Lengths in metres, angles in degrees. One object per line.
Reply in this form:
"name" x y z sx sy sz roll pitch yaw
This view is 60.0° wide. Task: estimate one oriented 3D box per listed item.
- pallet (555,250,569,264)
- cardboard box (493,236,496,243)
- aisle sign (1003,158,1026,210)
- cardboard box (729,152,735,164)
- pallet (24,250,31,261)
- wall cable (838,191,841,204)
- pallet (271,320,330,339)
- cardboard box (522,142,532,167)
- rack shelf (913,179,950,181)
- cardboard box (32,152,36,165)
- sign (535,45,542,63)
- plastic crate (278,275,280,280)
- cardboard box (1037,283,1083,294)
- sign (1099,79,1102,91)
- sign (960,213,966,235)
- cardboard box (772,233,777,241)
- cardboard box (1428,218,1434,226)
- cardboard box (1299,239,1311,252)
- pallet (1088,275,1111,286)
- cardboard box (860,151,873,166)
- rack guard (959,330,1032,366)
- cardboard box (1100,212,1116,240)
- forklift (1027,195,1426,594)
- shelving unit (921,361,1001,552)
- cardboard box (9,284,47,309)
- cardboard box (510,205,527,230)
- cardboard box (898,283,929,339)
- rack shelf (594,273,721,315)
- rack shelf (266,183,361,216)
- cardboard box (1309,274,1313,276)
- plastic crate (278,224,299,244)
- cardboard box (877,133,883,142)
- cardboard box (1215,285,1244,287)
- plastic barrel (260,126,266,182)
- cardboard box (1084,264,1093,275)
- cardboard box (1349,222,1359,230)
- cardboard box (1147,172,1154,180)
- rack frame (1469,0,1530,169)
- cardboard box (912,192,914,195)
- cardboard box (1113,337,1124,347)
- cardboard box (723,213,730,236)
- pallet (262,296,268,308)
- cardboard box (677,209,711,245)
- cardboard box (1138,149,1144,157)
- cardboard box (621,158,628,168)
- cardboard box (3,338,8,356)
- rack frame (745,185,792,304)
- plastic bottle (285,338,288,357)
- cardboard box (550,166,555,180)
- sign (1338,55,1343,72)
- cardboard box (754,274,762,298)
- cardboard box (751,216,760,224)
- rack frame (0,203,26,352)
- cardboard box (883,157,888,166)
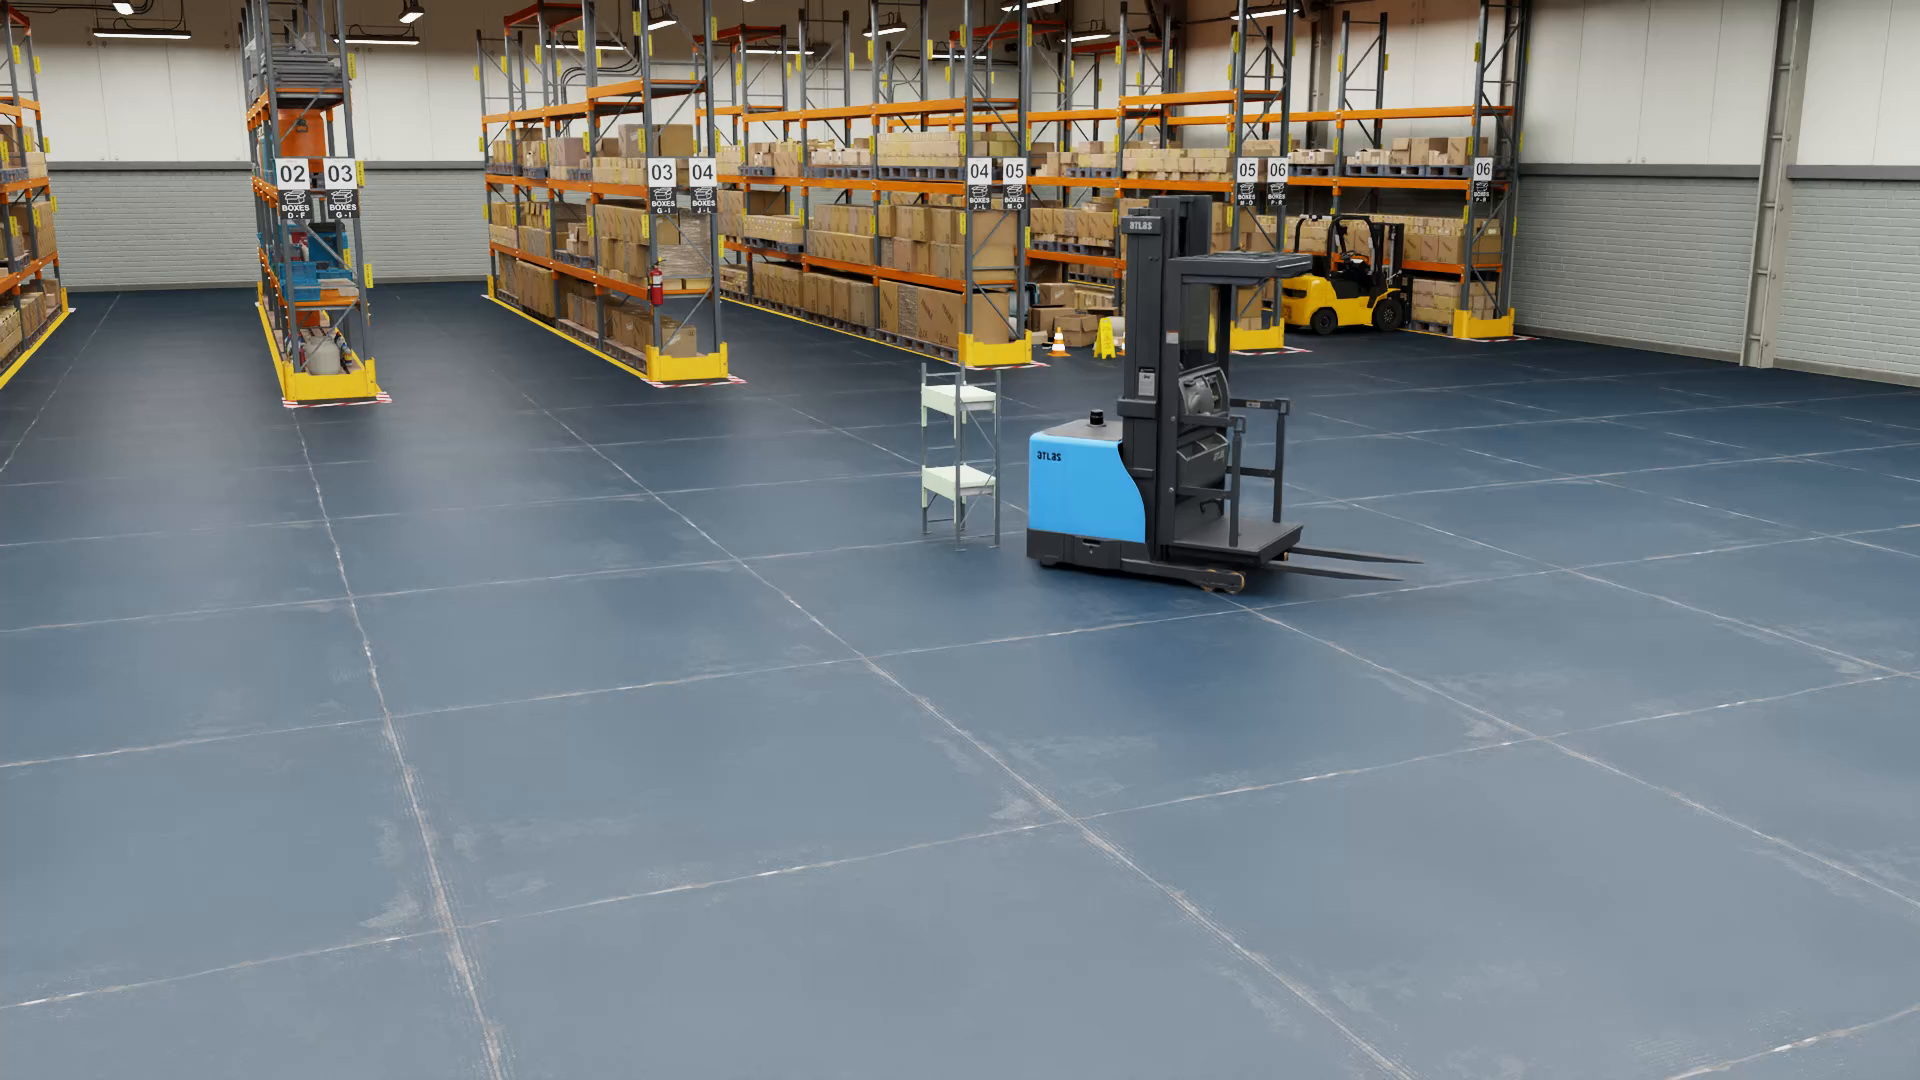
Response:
"pallet" -6.855 -5.287 30.988 1.213 0.211 1.003 -6 14 -23
"cardboard box" -10.396 -6.840 37.828 0.380 0.149 0.250 -6 14 -24
"aisle sign" 0.855 -5.572 26.026 0.394 0.787 0.004 -6 14 -23
"cardboard box" -4.871 -8.585 37.381 0.500 0.250 0.500 -6 14 -25
"pallet" -17.699 -5.182 30.535 1.003 0.211 1.213 -6 14 -23
"wall cable" -3.643 -9.739 47.476 0.585 1.953 0.123 -6 14 -23
"pallet" -12.130 -3.872 30.630 1.003 0.211 1.213 -6 14 -23
"cardboard box" -8.599 -7.941 34.221 0.700 0.500 0.500 -5 14 -22
"rack shelf" -0.561 -8.764 40.527 1.077 0.370 4.000 -6 14 -23
"cardboard box" -18.277 -7.413 32.319 0.500 0.250 0.500 -6 14 -23
"sign" -7.745 -8.922 30.541 0.100 0.325 0.005 -6 14 -23
"plastic crate" -9.889 -3.835 24.759 0.450 0.188 0.662 -6 14 -23
"cardboard box" 2.059 -5.220 35.169 0.950 0.372 0.625 -7 15 -27
"sign" 3.701 -12.016 43.909 0.100 0.325 0.005 -6 14 -23
"sign" 0.049 -4.926 25.908 0.100 0.325 0.005 -6 14 -23
"cardboard box" -3.679 -6.300 34.564 0.380 0.149 0.250 -6 14 -25
"cardboard box" 8.968 -5.932 31.029 0.380 0.149 0.250 -6 14 -23
"cardboard box" 7.343 -6.147 34.609 0.500 0.250 0.500 -6 14 -23
"pallet" 4.019 -6.725 42.958 1.003 0.211 1.213 -6 14 -23
"cardboard box" -1.480 -6.892 30.024 0.500 0.250 0.500 -5 14 -22
"rack guard" 0.561 -3.070 26.525 1.175 0.500 0.348 -6 14 -23
"cardboard box" 3.049 -6.060 32.088 0.500 0.500 0.500 -6 14 -24
"forklift" 2.077 -1.154 12.857 3.031 2.935 1.130 7 15 29
"shelving unit" 0.003 -0.729 14.195 0.431 1.500 0.755 -6 14 -23
"cardboard box" -18.676 -4.837 33.176 0.797 0.503 0.637 -6 14 -23
"cardboard box" -9.270 -6.853 35.336 0.500 0.500 0.500 -5 14 -21
"cardboard box" -0.498 -3.966 28.636 0.875 0.875 0.875 -6 14 -23
"rack shelf" -4.835 -3.928 26.286 1.077 0.370 4.000 -6 14 -23
"rack shelf" -9.373 -4.942 24.015 1.077 0.370 4.000 -6 14 -23
"cardboard box" 7.772 -5.191 34.480 0.875 0.625 0.625 -5 14 -20
"plastic crate" -14.676 -6.718 36.533 0.616 0.435 0.499 -6 14 -23
"cardboard box" -1.216 -6.994 28.920 0.380 0.149 0.250 -5 14 -22
"cardboard box" 4.753 -4.295 29.779 0.500 0.500 0.500 -6 14 -25
"plastic barrel" -11.101 -6.306 27.199 0.600 0.901 0.708 -6 14 -23
"cardboard box" 3.649 -7.187 43.383 0.700 0.500 0.500 -5 14 -21
"cardboard box" 7.983 -6.258 33.096 0.380 0.149 0.250 -5 14 -22
"cardboard box" 3.662 -6.684 30.501 0.380 0.149 0.250 -5 14 -21
"rack frame" 9.593 -8.133 29.551 1.000 3.000 0.127 -6 14 -23
"cardboard box" -0.968 -8.550 40.784 0.380 0.149 0.250 -5 14 -22
"cardboard box" 2.671 -3.460 28.990 0.380 0.149 0.250 1 13 6
"cardboard box" -5.113 -7.250 38.162 0.500 0.500 0.500 -6 14 -23
"pallet" -14.686 -5.191 36.332 1.003 0.211 1.213 -6 14 -23
"cardboard box" -4.004 -4.685 24.859 0.500 0.500 0.500 -6 14 -23
"cardboard box" 3.500 -7.114 30.589 0.380 0.149 0.250 -6 14 -25
"cardboard box" -4.945 -5.747 25.344 0.380 0.149 0.250 -6 15 -26
"cardboard box" -15.062 -2.981 25.765 0.500 0.250 0.500 -6 14 -25
"rack frame" -4.255 -6.772 36.977 1.000 3.000 0.127 -6 14 -23
"plastic bottle" -10.294 -2.962 25.581 0.152 0.276 0.135 -5 14 -21
"cardboard box" -7.283 -6.787 30.721 0.500 0.250 0.500 -5 14 -22
"sign" 7.498 -9.401 32.785 0.100 0.325 0.005 -6 14 -23
"cardboard box" -4.202 -5.582 36.448 0.500 0.500 0.500 -5 14 -21
"cardboard box" -4.301 -6.911 35.883 0.380 0.149 0.250 -5 14 -22
"rack frame" -16.316 -4.624 27.698 1.000 3.000 0.127 -6 14 -23
"cardboard box" -1.111 -6.552 28.779 0.380 0.149 0.250 -6 14 -23
